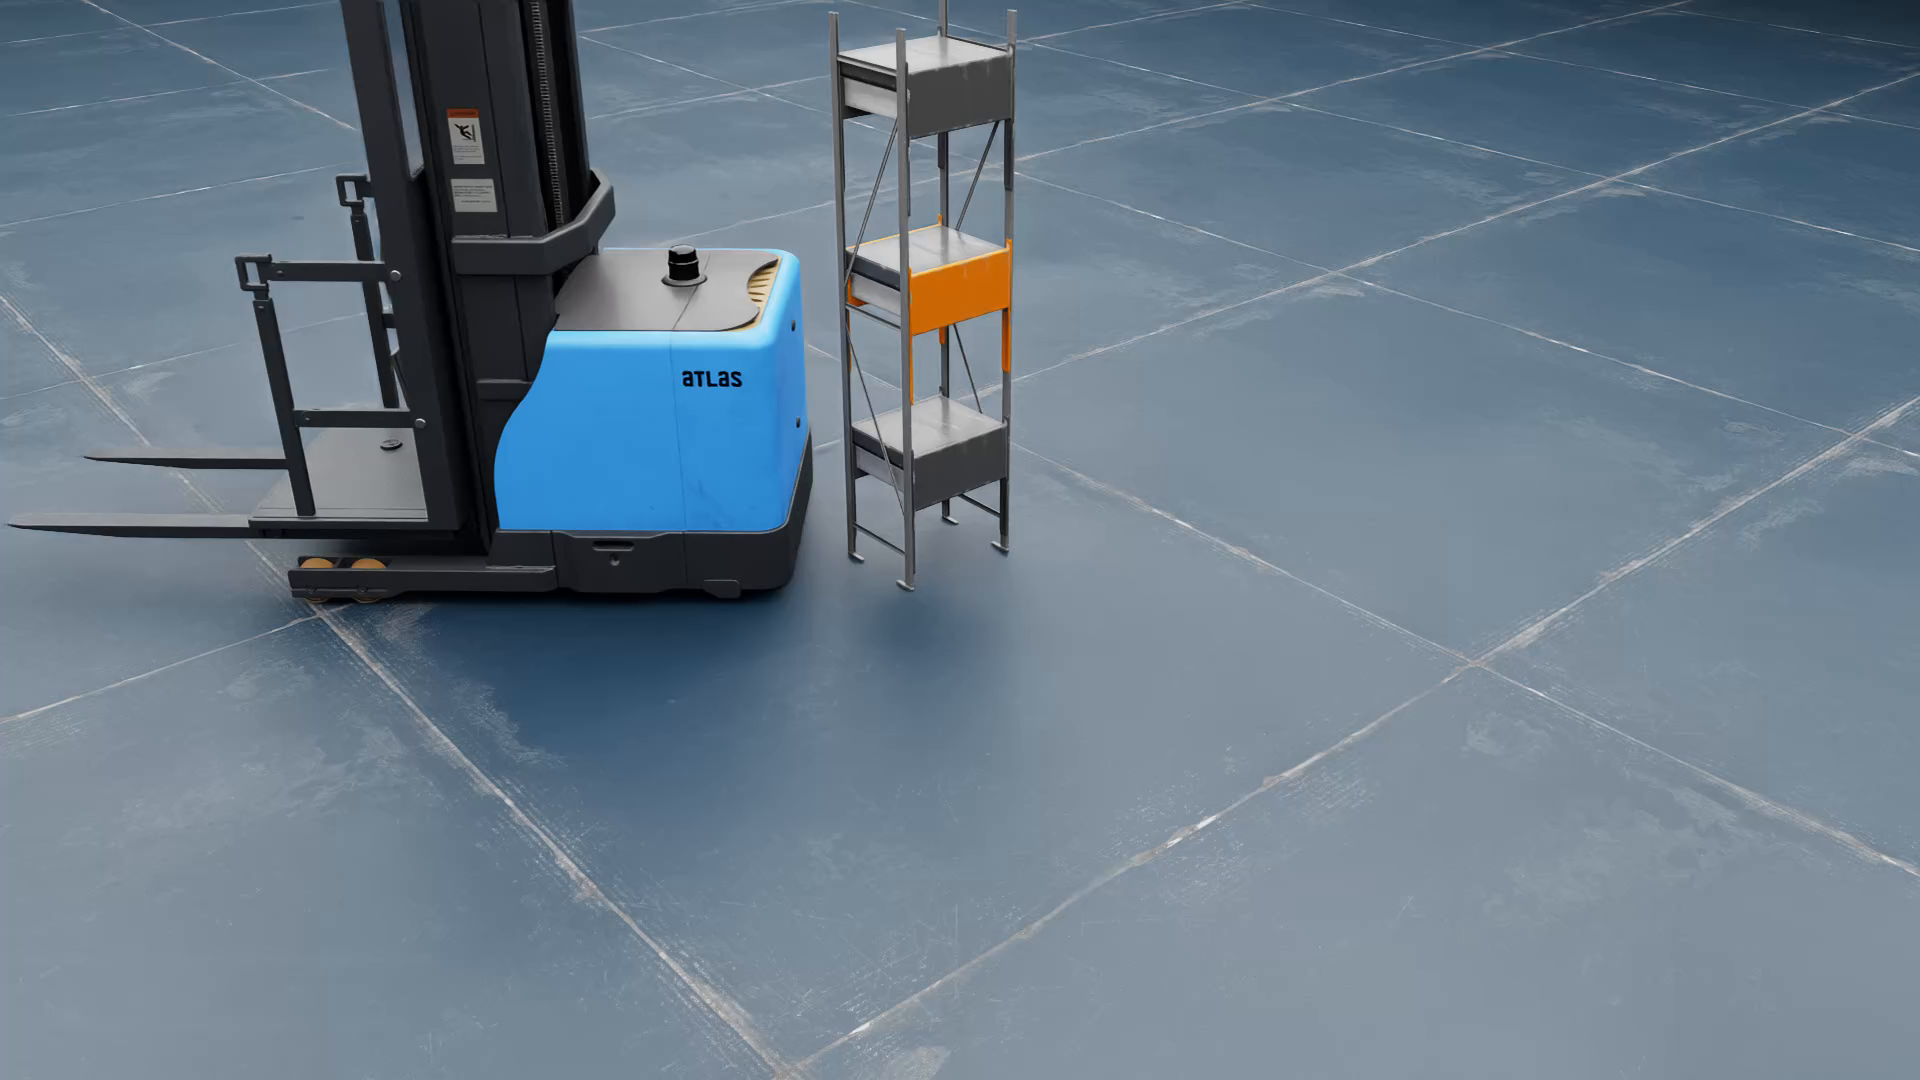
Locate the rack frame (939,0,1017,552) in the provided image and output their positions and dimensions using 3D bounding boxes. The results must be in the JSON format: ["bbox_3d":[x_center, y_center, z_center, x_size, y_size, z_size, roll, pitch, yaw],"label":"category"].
[{"bbox_3d":[0.060,-0.950,6.300,0.015,2.100,0.400,-22,35,-35],"label":"rack frame"}]

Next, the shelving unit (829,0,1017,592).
[{"bbox_3d":[-0.126,-0.875,6.160,0.503,2.100,0.431,-22,35,-35],"label":"shelving unit"}]

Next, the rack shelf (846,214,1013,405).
[{"bbox_3d":[-0.126,-0.863,6.167,0.480,0.518,0.431,-22,35,-35],"label":"rack shelf"}]

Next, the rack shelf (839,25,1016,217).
[{"bbox_3d":[-0.126,-1.481,5.837,0.480,0.518,0.431,-22,35,-35],"label":"rack shelf"}]

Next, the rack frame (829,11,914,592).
[{"bbox_3d":[-0.312,-0.801,6.021,0.015,2.100,0.400,-22,35,-35],"label":"rack frame"}]

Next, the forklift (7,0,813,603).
[{"bbox_3d":[-2.147,-1.302,6.076,3.031,2.935,1.130,0,28,1],"label":"forklift"}]

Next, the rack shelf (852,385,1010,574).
[{"bbox_3d":[-0.126,-0.246,6.497,0.480,0.518,0.431,-22,35,-35],"label":"rack shelf"}]
